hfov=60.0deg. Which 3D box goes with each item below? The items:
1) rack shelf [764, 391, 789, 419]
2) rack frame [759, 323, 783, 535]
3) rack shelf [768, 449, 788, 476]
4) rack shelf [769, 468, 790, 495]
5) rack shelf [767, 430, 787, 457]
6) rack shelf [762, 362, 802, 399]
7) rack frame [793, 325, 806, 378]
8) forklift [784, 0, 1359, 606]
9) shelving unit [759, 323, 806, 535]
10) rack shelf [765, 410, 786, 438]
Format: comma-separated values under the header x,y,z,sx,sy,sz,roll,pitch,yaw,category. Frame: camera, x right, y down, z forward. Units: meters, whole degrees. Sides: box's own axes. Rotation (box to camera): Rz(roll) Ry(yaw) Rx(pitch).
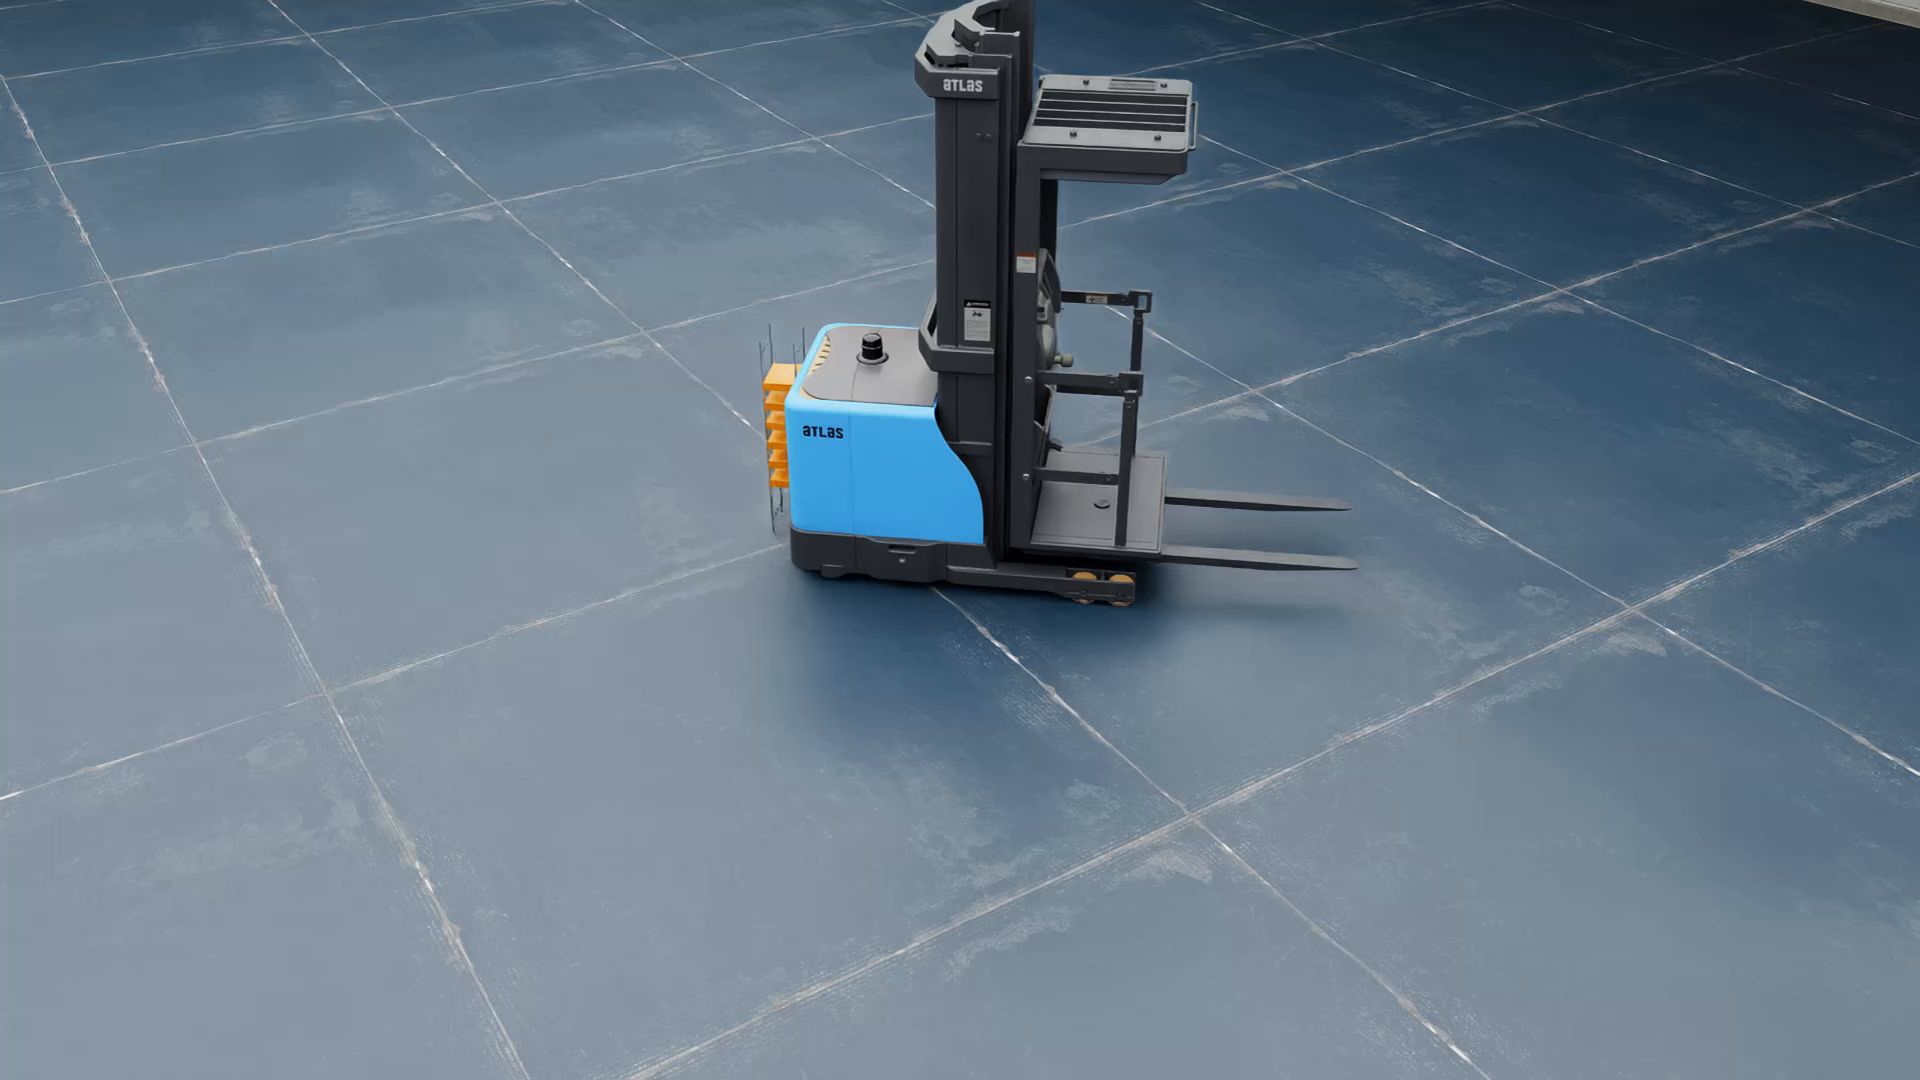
x,y,z,sx,sy,sz,roll,pitch,yaw,category
-0.952,-0.761,9.086,0.180,0.103,0.258,4,32,7,rack shelf
-1.042,-0.602,9.201,0.006,1.200,0.240,4,32,7,rack frame
-0.952,-0.456,9.278,0.180,0.103,0.258,4,32,7,rack shelf
-0.952,-0.355,9.342,0.180,0.103,0.258,4,32,7,rack shelf
-0.952,-0.558,9.214,0.180,0.103,0.258,4,32,7,rack shelf
-0.952,-0.862,9.022,0.180,0.103,0.258,4,32,7,rack shelf
-0.861,-0.588,9.180,0.006,1.200,0.240,4,32,7,rack frame
0.641,-1.192,8.514,3.031,2.935,1.130,4,32,7,forklift
-0.952,-0.595,9.190,0.189,1.200,0.258,4,32,7,shelving unit
-0.952,-0.659,9.150,0.180,0.103,0.258,4,32,7,rack shelf
